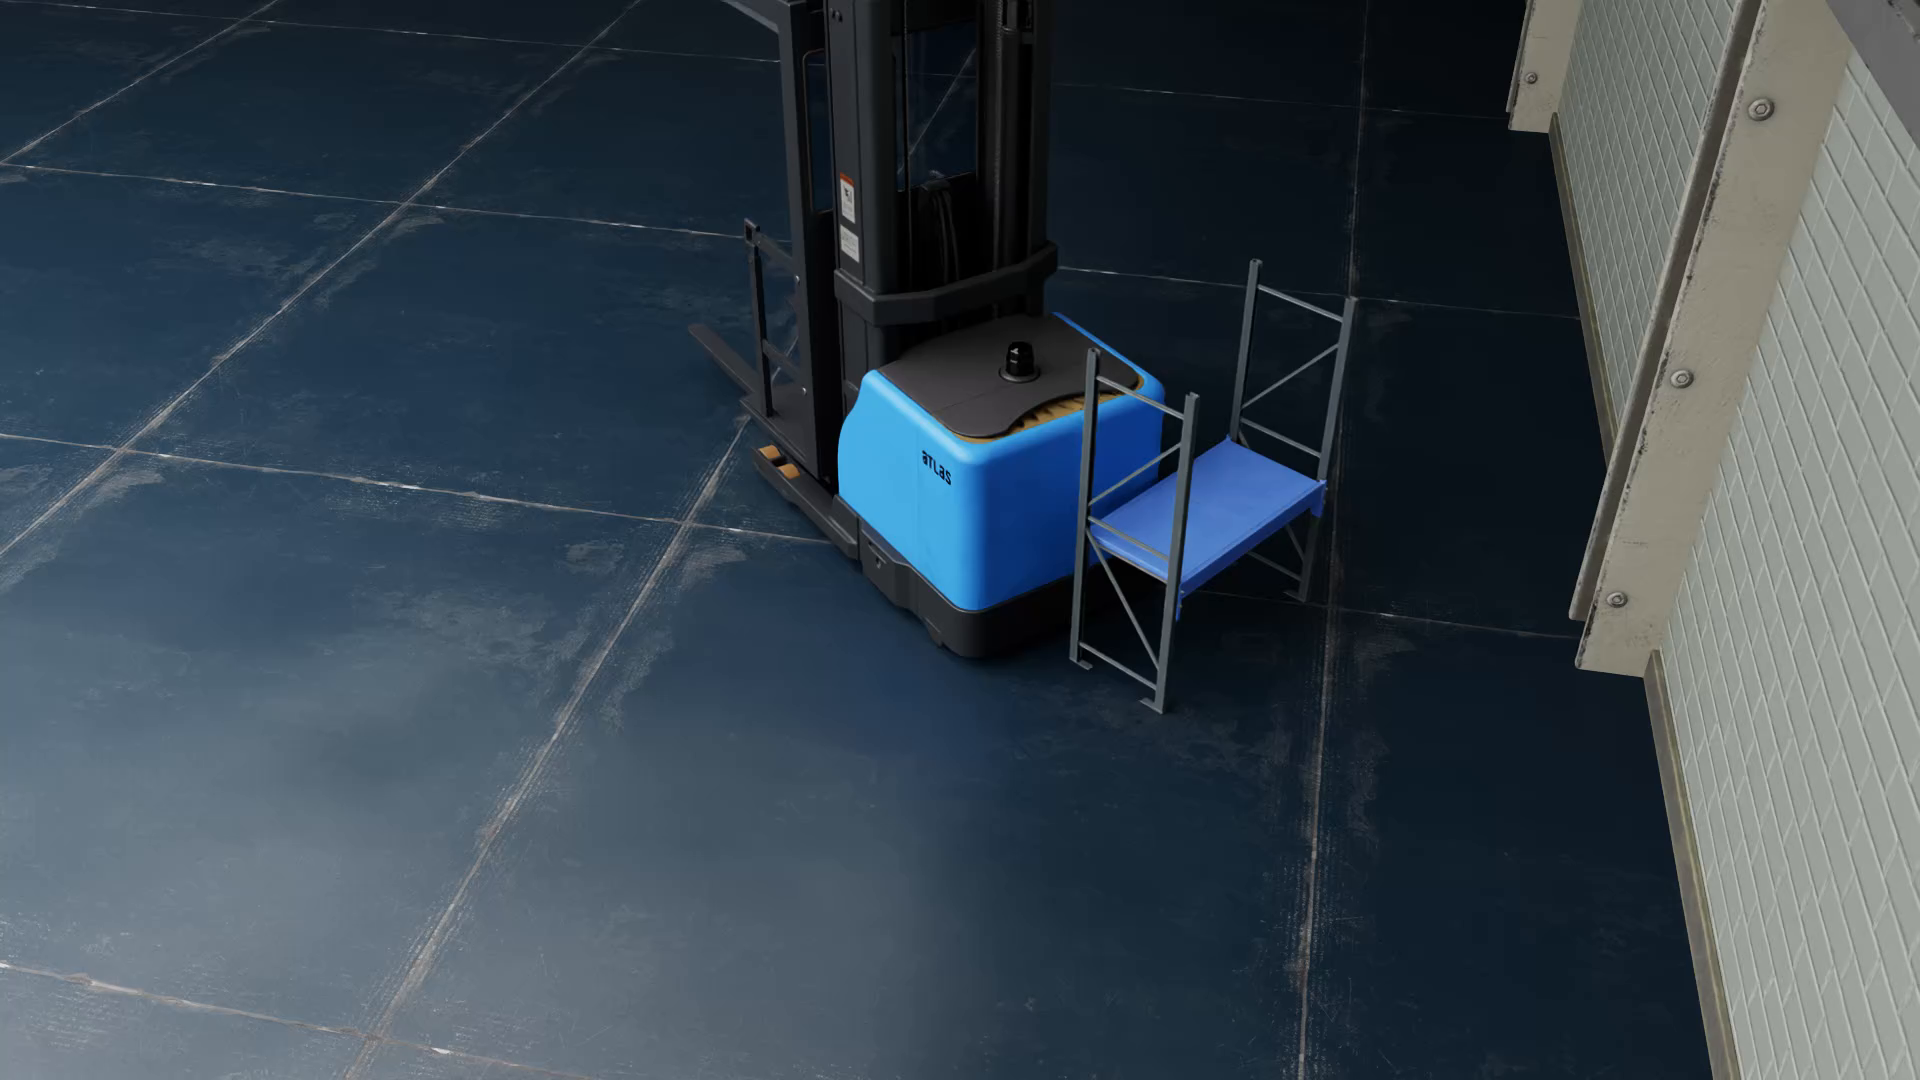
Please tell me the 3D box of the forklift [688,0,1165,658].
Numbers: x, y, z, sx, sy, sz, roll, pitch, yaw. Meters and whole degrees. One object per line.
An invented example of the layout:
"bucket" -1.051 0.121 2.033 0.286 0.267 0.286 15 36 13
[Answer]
"forklift" -0.364 -1.524 7.356 1.130 2.935 3.031 -21 41 -26

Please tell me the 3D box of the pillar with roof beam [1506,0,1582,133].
"pillar with roof beam" -0.137 -7.177 9.985 9.100 9.000 0.400 7 37 10

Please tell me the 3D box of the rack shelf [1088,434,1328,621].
"rack shelf" 1.010 -0.072 6.875 0.538 0.185 1.000 30 45 34

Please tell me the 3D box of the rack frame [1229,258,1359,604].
"rack frame" 1.364 -0.432 7.064 0.500 1.500 0.032 30 45 34

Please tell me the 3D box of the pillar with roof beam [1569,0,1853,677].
"pillar with roof beam" -1.418 -3.737 5.239 9.100 9.000 0.400 7 37 10

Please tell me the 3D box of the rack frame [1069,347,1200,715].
"rack frame" 0.658 -0.003 6.472 0.500 1.500 0.032 30 45 34

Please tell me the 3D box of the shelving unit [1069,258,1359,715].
"shelving unit" 1.011 -0.217 6.768 0.538 1.500 1.048 30 45 34
